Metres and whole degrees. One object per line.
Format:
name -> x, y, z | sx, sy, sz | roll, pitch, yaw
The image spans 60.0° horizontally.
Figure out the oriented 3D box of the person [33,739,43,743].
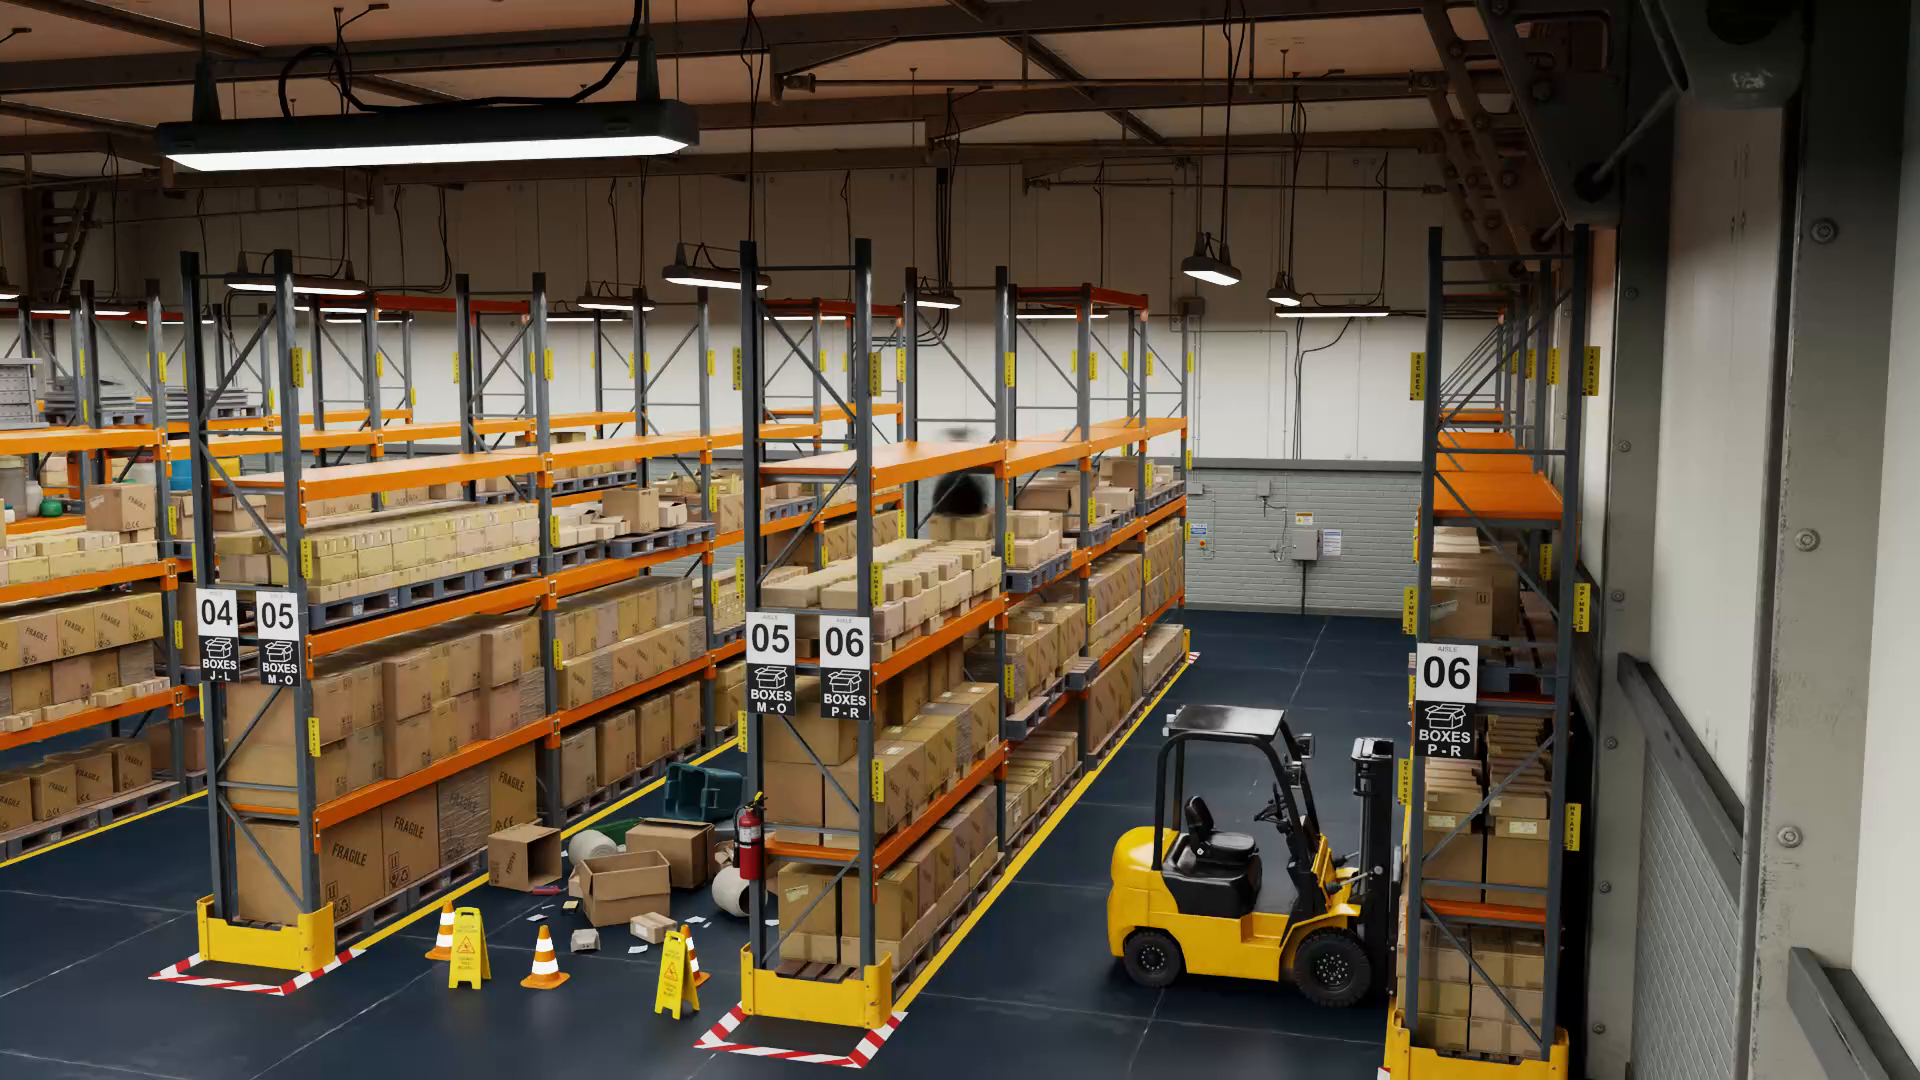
person -> -12.380, 1.870, 22.252 | 0.578, 1.580, 0.822 | -2, 7, -15
